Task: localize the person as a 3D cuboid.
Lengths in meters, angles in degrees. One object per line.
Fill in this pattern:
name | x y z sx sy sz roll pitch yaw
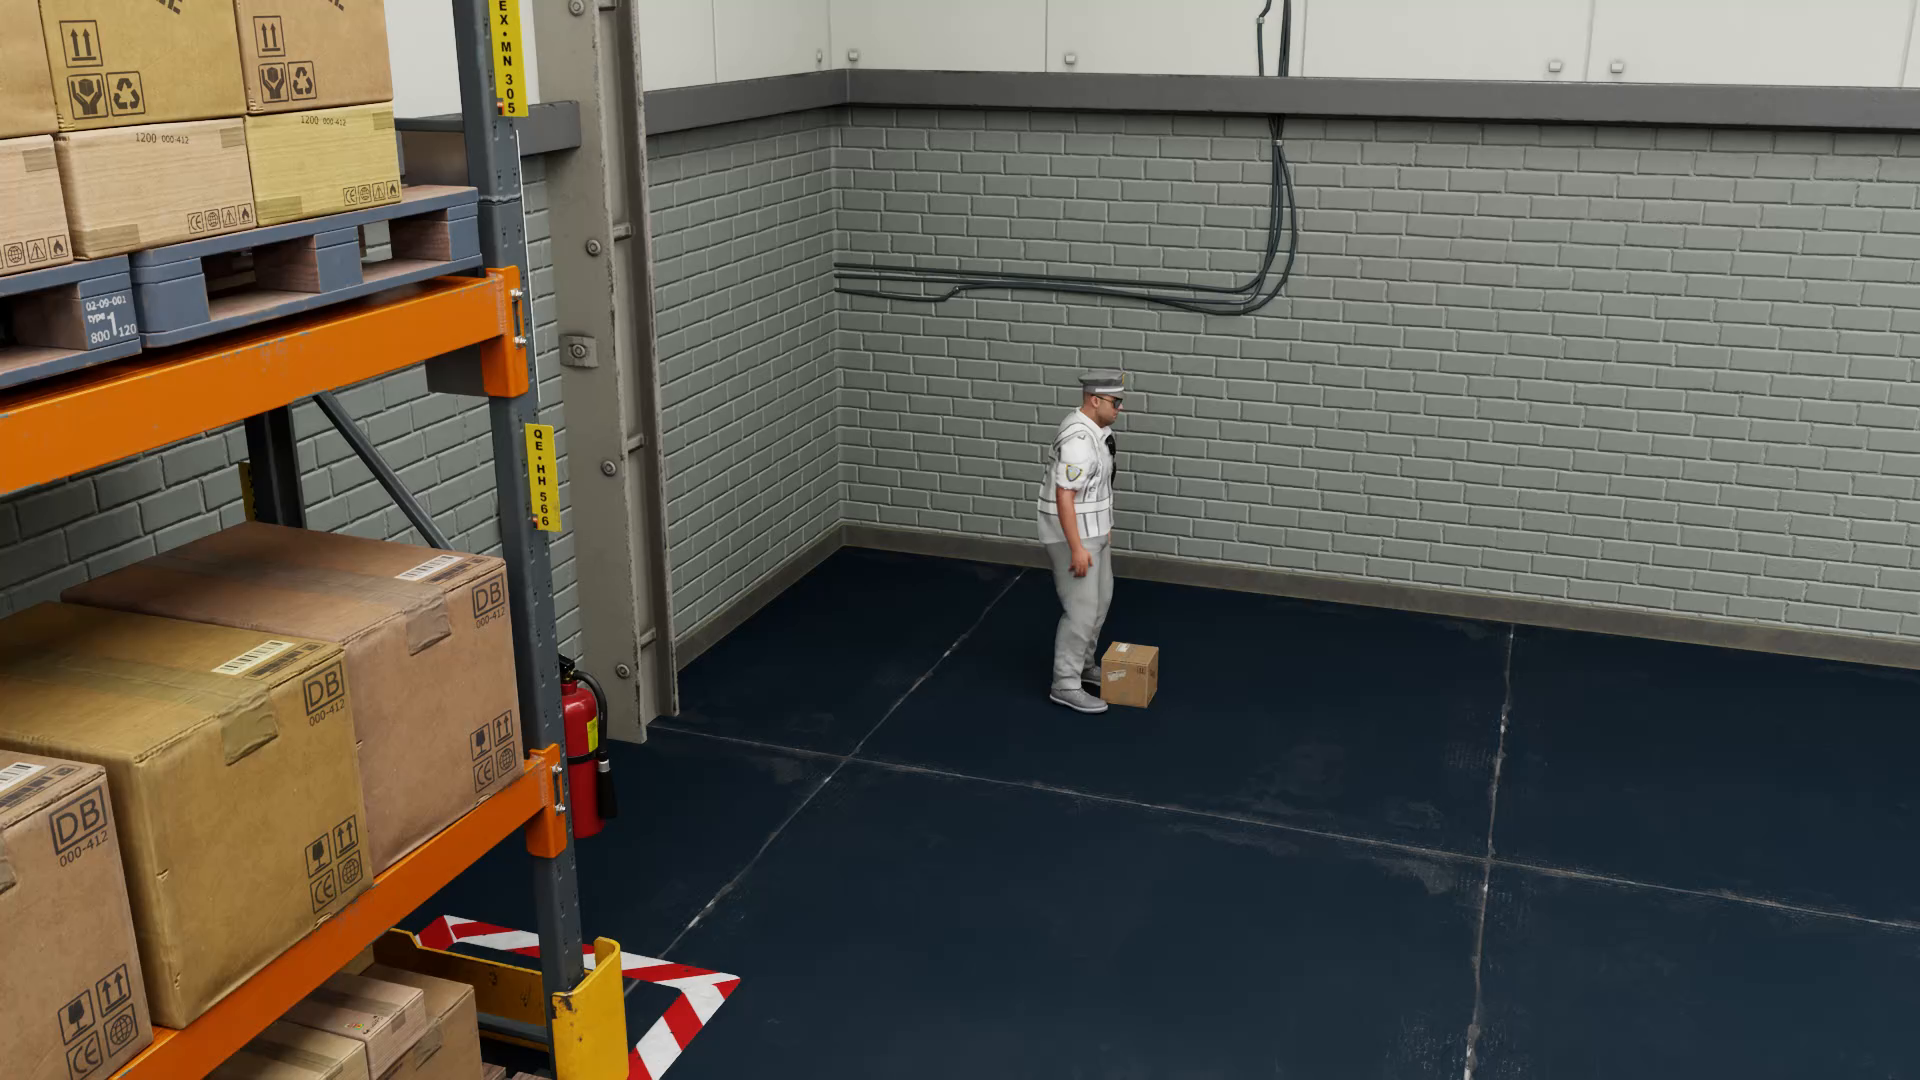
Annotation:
person | 0.631 -0.023 8.623 0.440 1.744 0.585 6 19 16
